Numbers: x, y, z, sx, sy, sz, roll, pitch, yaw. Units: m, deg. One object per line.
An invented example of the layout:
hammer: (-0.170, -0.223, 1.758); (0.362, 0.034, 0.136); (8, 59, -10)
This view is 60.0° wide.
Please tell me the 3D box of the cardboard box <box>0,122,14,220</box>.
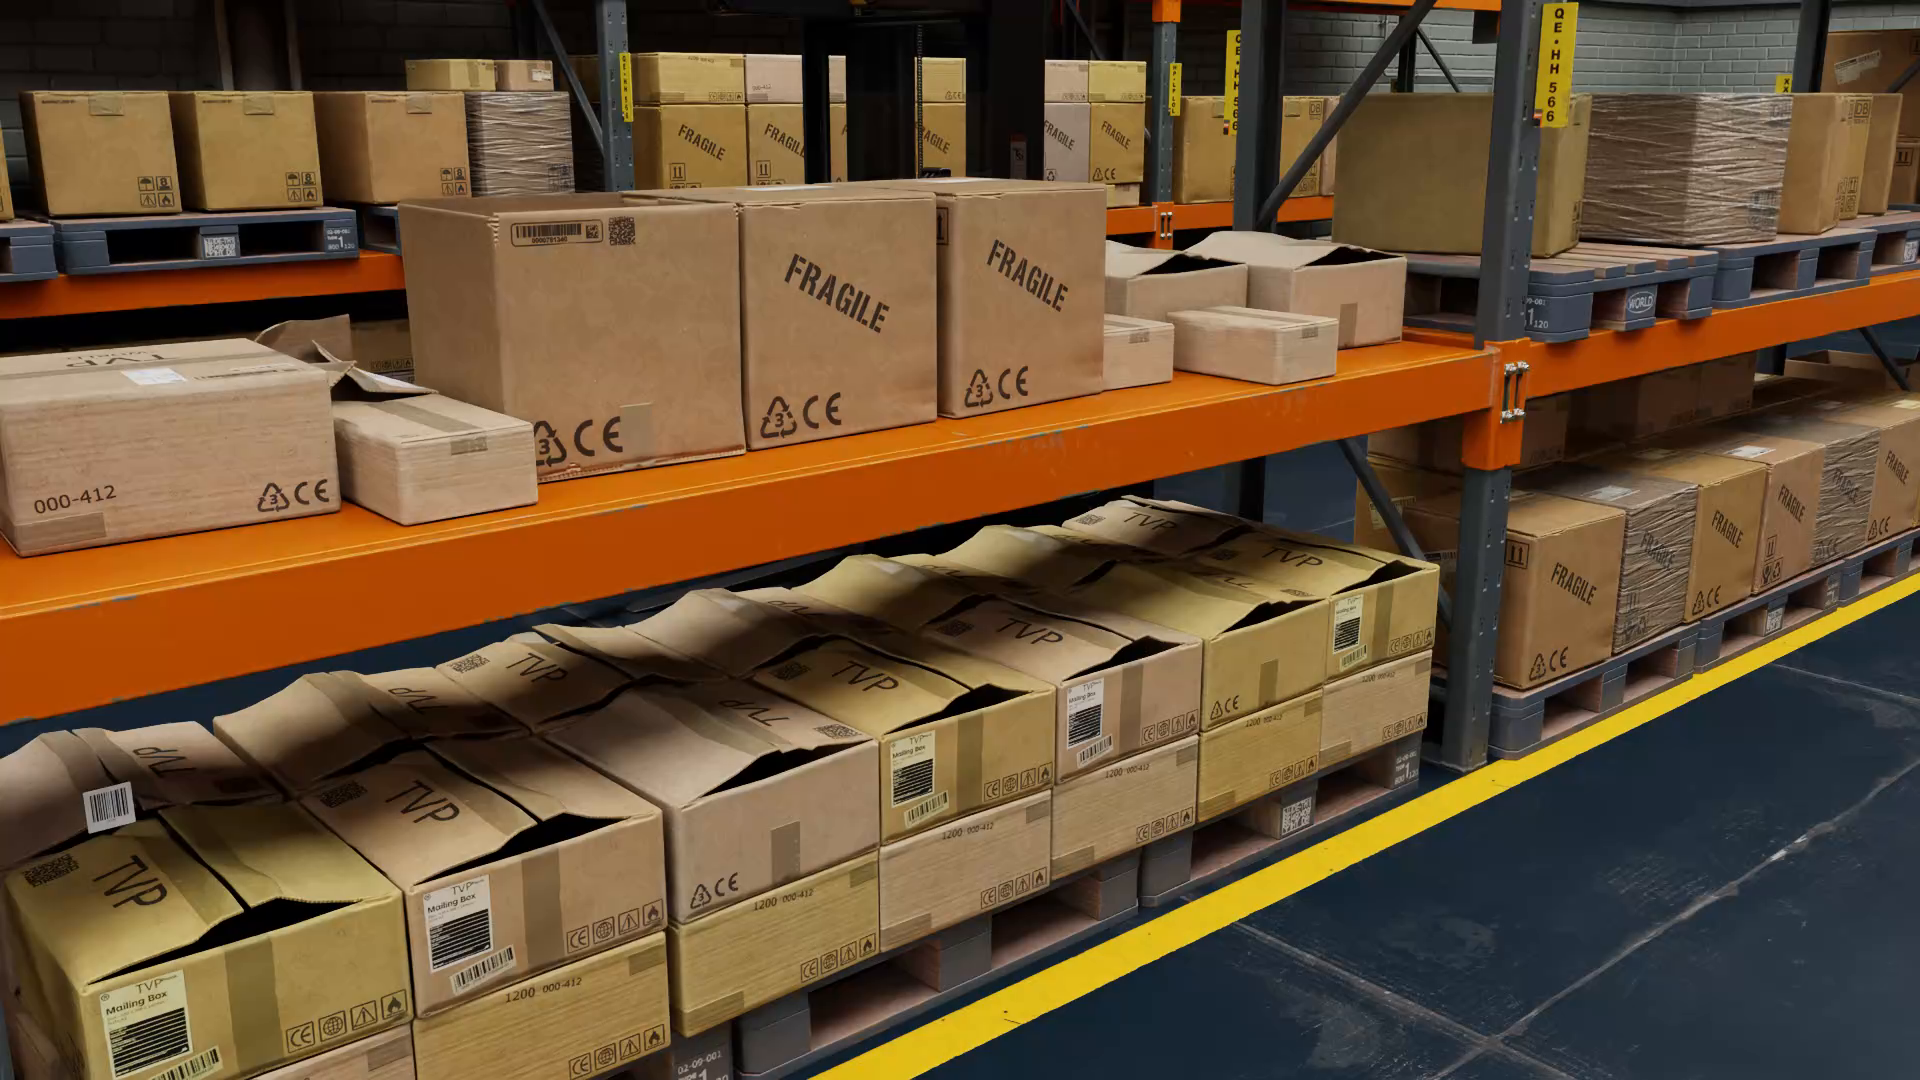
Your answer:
cardboard box: (-4.186, -1.558, 6.724); (0.500, 0.500, 0.700); (-10, 18, -34)

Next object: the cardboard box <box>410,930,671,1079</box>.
cardboard box: (-0.911, 0.858, 3.238); (0.500, 0.250, 0.500); (-12, 19, -38)

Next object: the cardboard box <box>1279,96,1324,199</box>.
cardboard box: (1.990, -2.836, 11.973); (0.700, 0.700, 0.980); (-13, 20, -41)

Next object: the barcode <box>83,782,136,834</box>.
barcode: (-1.299, 0.408, 2.539); (0.075, 0.075, 0.001); (-13, 19, -39)

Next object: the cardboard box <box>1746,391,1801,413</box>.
cardboard box: (3.351, -0.394, 7.403); (0.500, 0.500, 0.500); (-12, 19, -39)

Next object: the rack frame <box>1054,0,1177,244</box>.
rack frame: (1.016, -2.480, 11.221); (0.127, 3.000, 1.000); (-13, 19, -39)

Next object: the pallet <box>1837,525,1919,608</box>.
pallet: (3.682, -0.023, 7.429); (1.213, 0.211, 1.003); (-13, 19, -39)

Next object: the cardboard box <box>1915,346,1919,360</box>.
cardboard box: (5.685, -0.842, 9.073); (0.637, 0.503, 0.797); (-13, 19, -39)

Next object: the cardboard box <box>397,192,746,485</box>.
cardboard box: (-0.777, -0.425, 3.335); (0.500, 0.500, 0.500); (-11, 18, -35)

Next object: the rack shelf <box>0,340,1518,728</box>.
rack shelf: (-0.256, -0.152, 3.900); (4.000, 0.370, 1.077); (-13, 19, -39)

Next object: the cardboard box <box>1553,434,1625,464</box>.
cardboard box: (2.195, -0.135, 6.434); (0.500, 0.500, 0.500); (-14, 20, -41)

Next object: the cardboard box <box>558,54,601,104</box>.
cardboard box: (-1.830, -2.493, 9.010); (0.500, 0.250, 0.500); (-12, 19, -38)

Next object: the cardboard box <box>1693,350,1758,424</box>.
cardboard box: (2.991, -0.679, 7.018); (0.500, 0.250, 0.500); (-13, 19, -39)

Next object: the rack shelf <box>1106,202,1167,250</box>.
rack shelf: (-0.493, -1.793, 10.045); (4.000, 0.370, 1.077); (-13, 19, -39)

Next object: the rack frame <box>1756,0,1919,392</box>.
rack frame: (4.271, -1.516, 7.613); (0.127, 3.000, 1.000); (-13, 19, -39)

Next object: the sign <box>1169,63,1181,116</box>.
sign: (1.380, -2.897, 10.692); (0.005, 0.325, 0.100); (-13, 19, -39)

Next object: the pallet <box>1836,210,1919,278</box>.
pallet: (3.596, -1.309, 7.210); (1.213, 0.211, 1.003); (-13, 19, -39)

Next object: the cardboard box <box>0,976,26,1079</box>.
cardboard box: (-1.642, 0.838, 3.314); (0.500, 0.250, 0.500); (-13, 20, -40)

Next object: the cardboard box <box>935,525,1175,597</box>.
cardboard box: (0.274, 0.139, 4.847); (0.500, 0.311, 0.500); (-13, 20, -41)

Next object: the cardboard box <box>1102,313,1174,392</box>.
cardboard box: (0.328, -0.490, 4.258); (0.250, 0.149, 0.380); (-11, 18, -35)

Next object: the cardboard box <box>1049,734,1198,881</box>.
cardboard box: (0.248, 0.596, 4.219); (0.500, 0.250, 0.500); (-12, 19, -38)

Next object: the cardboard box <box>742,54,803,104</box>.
cardboard box: (-1.085, -2.484, 8.975); (0.500, 0.250, 0.500); (-13, 20, -40)

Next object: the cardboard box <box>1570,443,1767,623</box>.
cardboard box: (2.557, -0.038, 6.073); (0.500, 0.500, 0.500); (-13, 20, -40)

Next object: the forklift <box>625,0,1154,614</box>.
forklift: (-0.414, -1.294, 6.914); (1.130, 2.935, 3.031); (13, 20, 39)

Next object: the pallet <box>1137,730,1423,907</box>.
pallet: (0.606, 0.641, 4.942); (1.213, 0.211, 1.003); (-13, 19, -39)

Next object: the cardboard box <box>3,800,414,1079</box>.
cardboard box: (-1.289, 0.672, 2.848); (0.500, 0.311, 0.500); (-13, 19, -39)

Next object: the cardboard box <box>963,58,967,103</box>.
cardboard box: (0.055, -2.744, 9.947); (0.500, 0.250, 0.500); (-12, 19, -38)

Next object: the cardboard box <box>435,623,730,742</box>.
cardboard box: (-0.881, 0.396, 3.882); (0.500, 0.311, 0.500); (-13, 20, -40)

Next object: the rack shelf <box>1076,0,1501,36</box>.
rack shelf: (2.525, -3.920, 12.195); (4.000, 0.370, 1.077); (-13, 19, -39)

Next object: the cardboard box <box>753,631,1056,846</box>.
cardboard box: (-0.130, 0.412, 3.824); (0.500, 0.311, 0.500); (-12, 19, -38)

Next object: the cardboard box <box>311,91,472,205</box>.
cardboard box: (-2.753, -1.881, 7.935); (0.700, 0.500, 0.500); (14, 20, 42)

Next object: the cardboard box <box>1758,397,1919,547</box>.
cardboard box: (3.708, -0.299, 7.049); (0.500, 0.500, 0.500); (-13, 19, -39)

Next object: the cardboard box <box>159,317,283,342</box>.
cardboard box: (-3.366, -0.865, 7.713); (0.500, 0.250, 0.500); (-13, 20, -40)

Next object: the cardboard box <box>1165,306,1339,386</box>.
cardboard box: (0.756, -0.511, 4.336); (0.250, 0.149, 0.380); (-13, 19, -39)

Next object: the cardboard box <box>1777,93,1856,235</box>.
cardboard box: (2.978, -1.456, 6.380); (0.700, 0.500, 0.500); (10, 18, 33)

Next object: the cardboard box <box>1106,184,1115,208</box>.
cardboard box: (0.772, -2.208, 10.652); (0.250, 0.149, 0.380); (-12, 19, -38)

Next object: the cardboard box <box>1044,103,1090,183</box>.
cardboard box: (0.455, -2.466, 10.360); (0.500, 0.500, 0.500); (-12, 19, -39)

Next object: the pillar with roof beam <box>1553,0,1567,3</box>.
pillar with roof beam: (8.329, -5.843, 12.188); (0.400, 9.000, 9.100); (-13, 19, -39)

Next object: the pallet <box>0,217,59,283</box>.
pallet: (-4.347, -1.133, 6.550); (1.213, 0.211, 1.003); (-13, 19, -39)

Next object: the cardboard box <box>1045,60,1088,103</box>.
cardboard box: (0.440, -2.830, 10.270); (0.500, 0.250, 0.500); (-12, 19, -38)

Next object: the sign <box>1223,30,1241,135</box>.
sign: (0.890, -1.463, 5.326); (0.005, 0.325, 0.100); (-13, 19, -39)

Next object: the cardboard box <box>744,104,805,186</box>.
cardboard box: (-1.066, -2.123, 9.077); (0.500, 0.500, 0.500); (-12, 19, -38)

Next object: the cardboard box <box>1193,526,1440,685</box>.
cardboard box: (1.020, 0.153, 4.792); (0.500, 0.311, 0.500); (-12, 19, -38)
